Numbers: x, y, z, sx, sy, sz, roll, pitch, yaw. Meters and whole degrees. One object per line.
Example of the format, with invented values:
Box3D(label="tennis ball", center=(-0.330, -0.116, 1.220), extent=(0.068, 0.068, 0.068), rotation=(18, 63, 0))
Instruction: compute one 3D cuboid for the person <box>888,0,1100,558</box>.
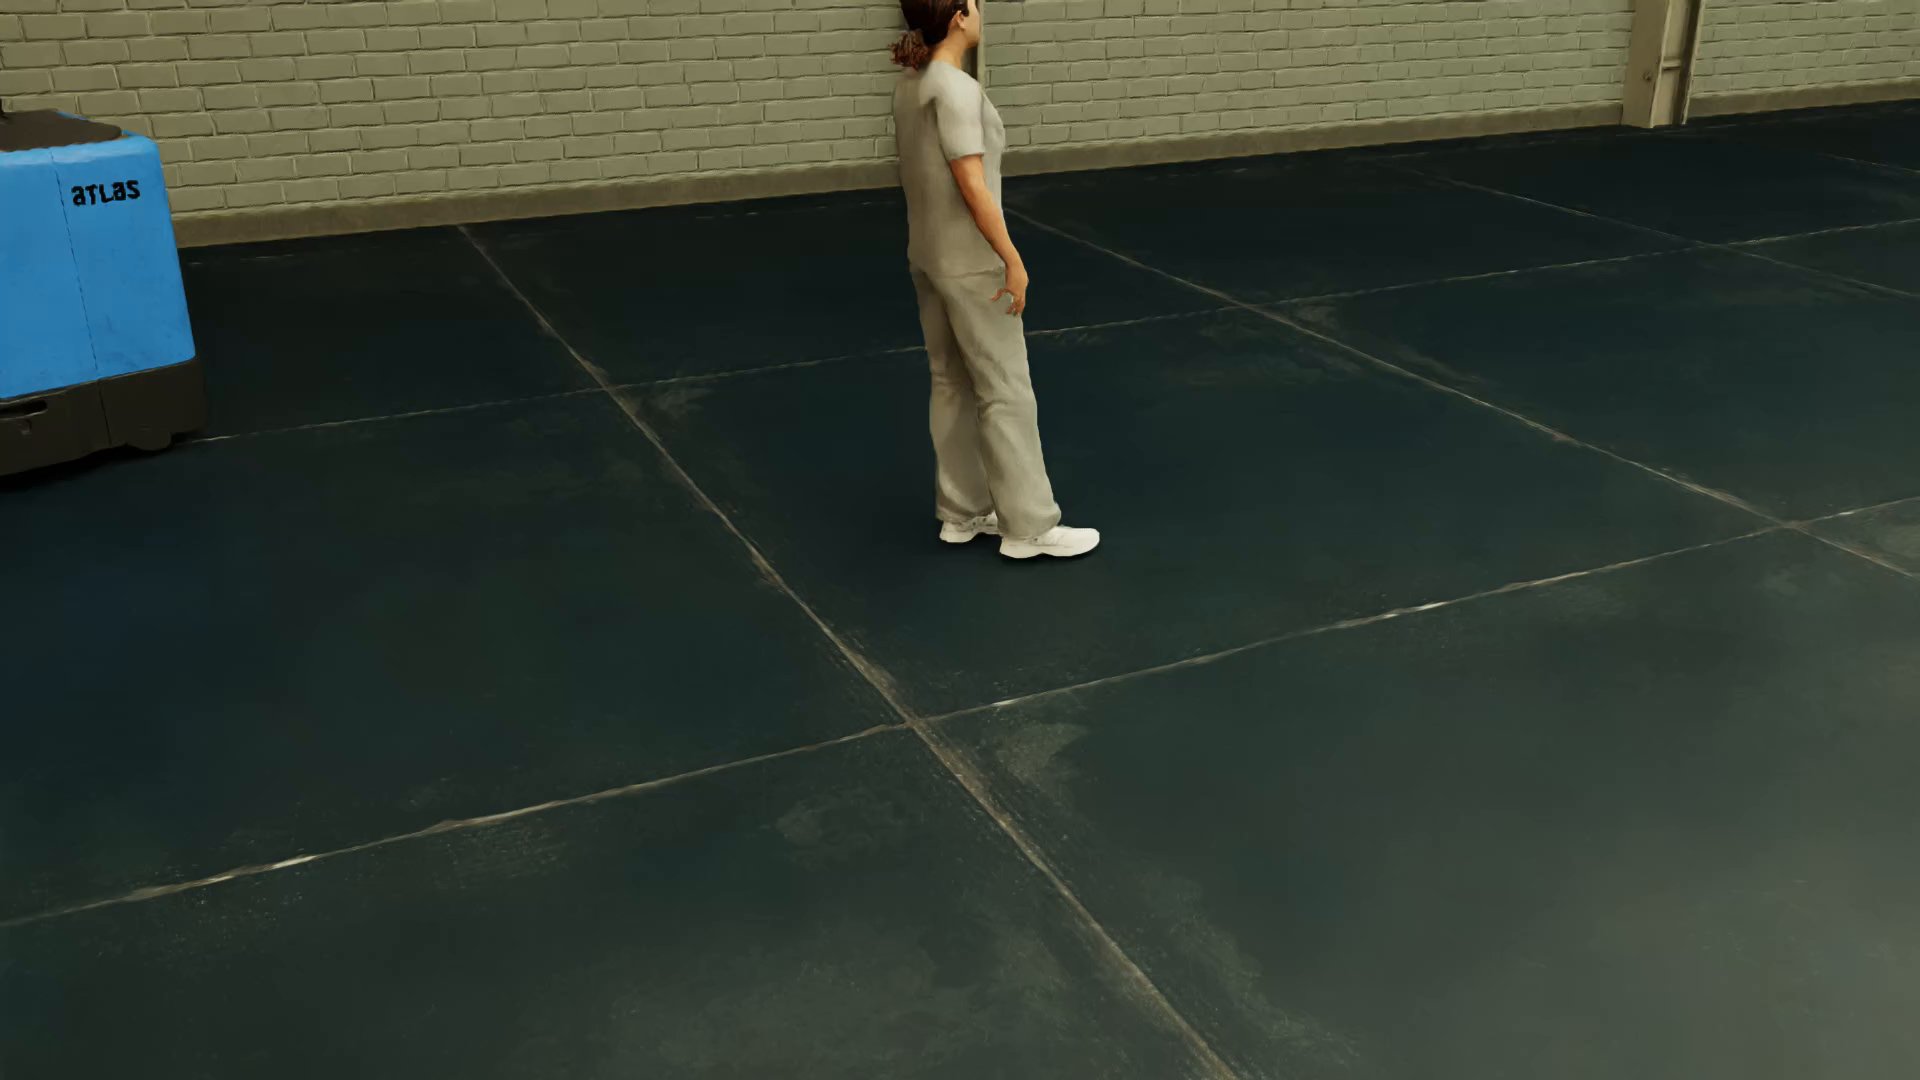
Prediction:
Box3D(label="person", center=(0.080, -0.783, 4.806), extent=(0.532, 1.660, 0.550), rotation=(-10, 25, -23))

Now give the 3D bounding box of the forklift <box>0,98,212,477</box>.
Box3D(label="forklift", center=(-4.067, -1.434, 4.737), extent=(1.130, 2.935, 3.031), rotation=(21, 30, 41))
